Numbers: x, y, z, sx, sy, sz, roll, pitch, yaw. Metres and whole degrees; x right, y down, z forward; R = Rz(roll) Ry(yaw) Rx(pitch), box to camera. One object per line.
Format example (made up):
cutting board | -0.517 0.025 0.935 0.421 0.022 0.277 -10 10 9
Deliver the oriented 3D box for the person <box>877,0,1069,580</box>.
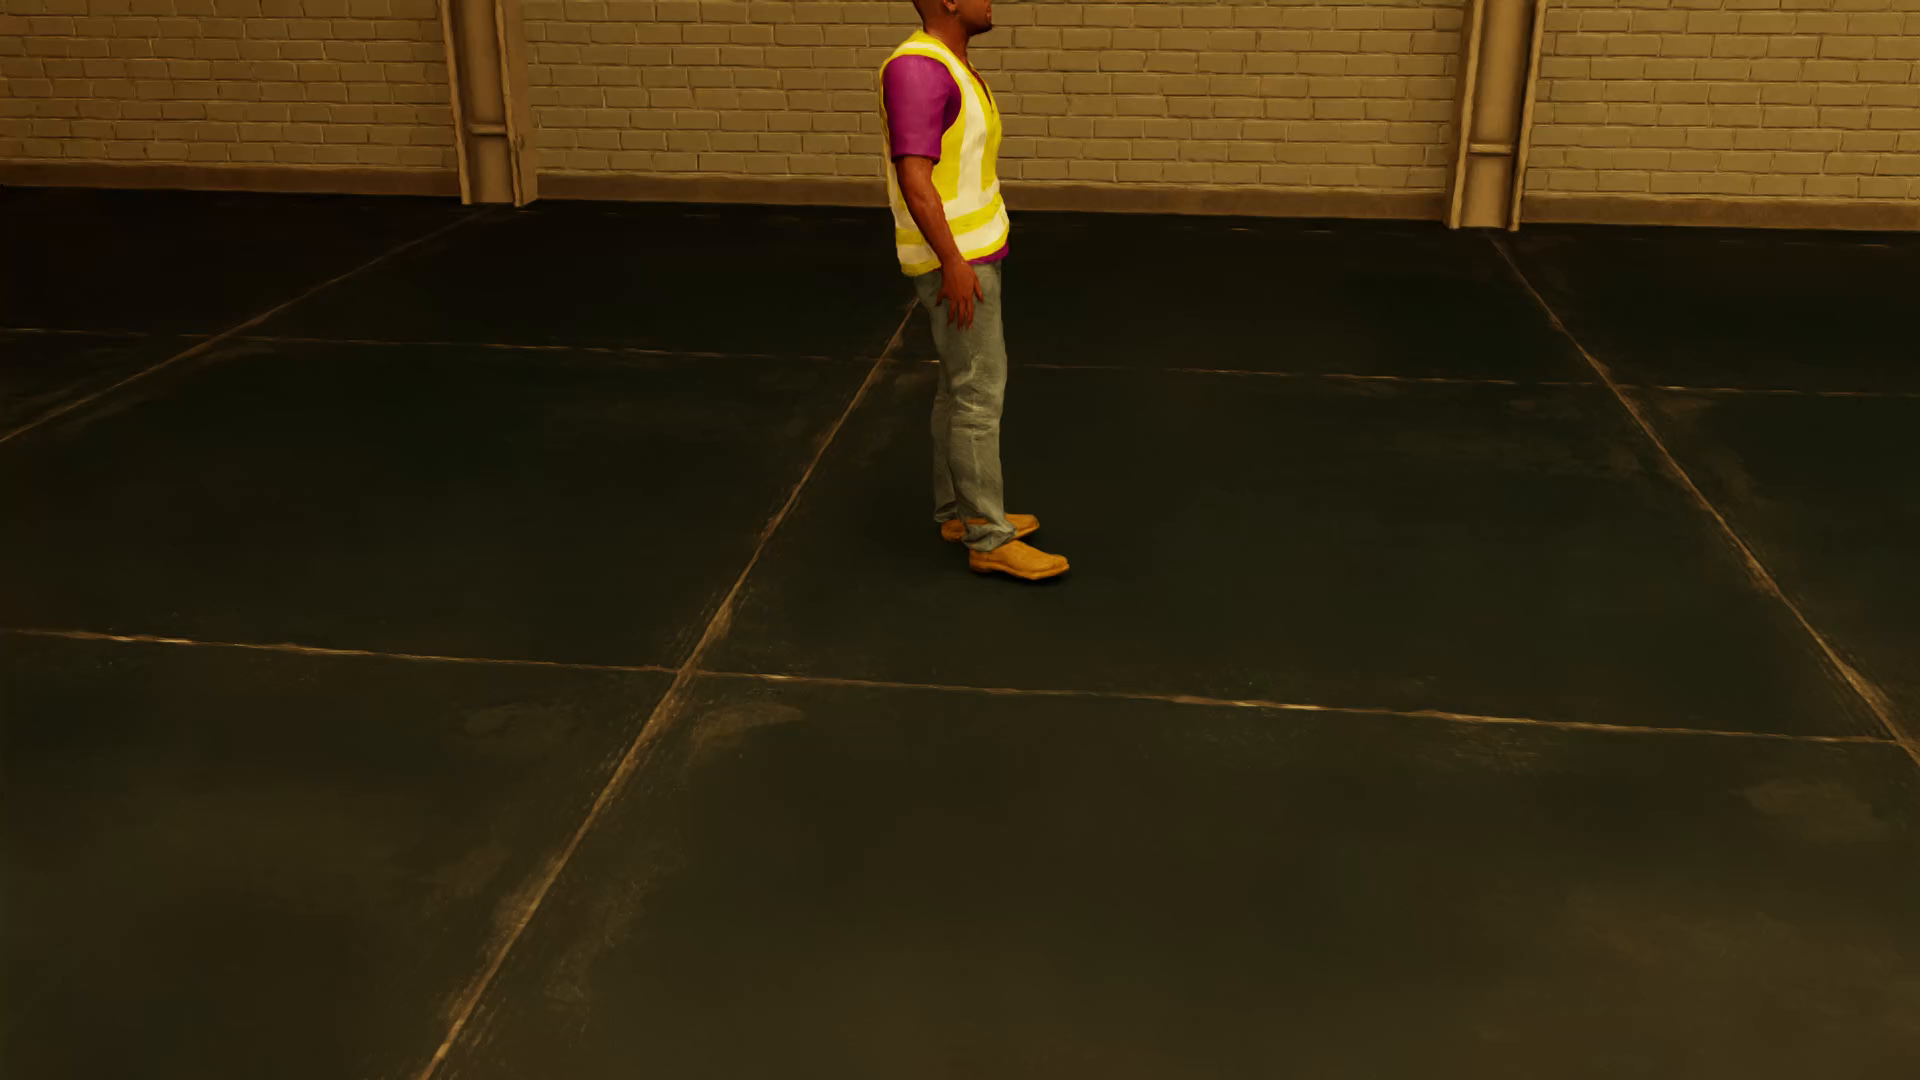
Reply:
person | 0.068 -0.821 4.832 0.576 1.766 0.665 3 22 7
